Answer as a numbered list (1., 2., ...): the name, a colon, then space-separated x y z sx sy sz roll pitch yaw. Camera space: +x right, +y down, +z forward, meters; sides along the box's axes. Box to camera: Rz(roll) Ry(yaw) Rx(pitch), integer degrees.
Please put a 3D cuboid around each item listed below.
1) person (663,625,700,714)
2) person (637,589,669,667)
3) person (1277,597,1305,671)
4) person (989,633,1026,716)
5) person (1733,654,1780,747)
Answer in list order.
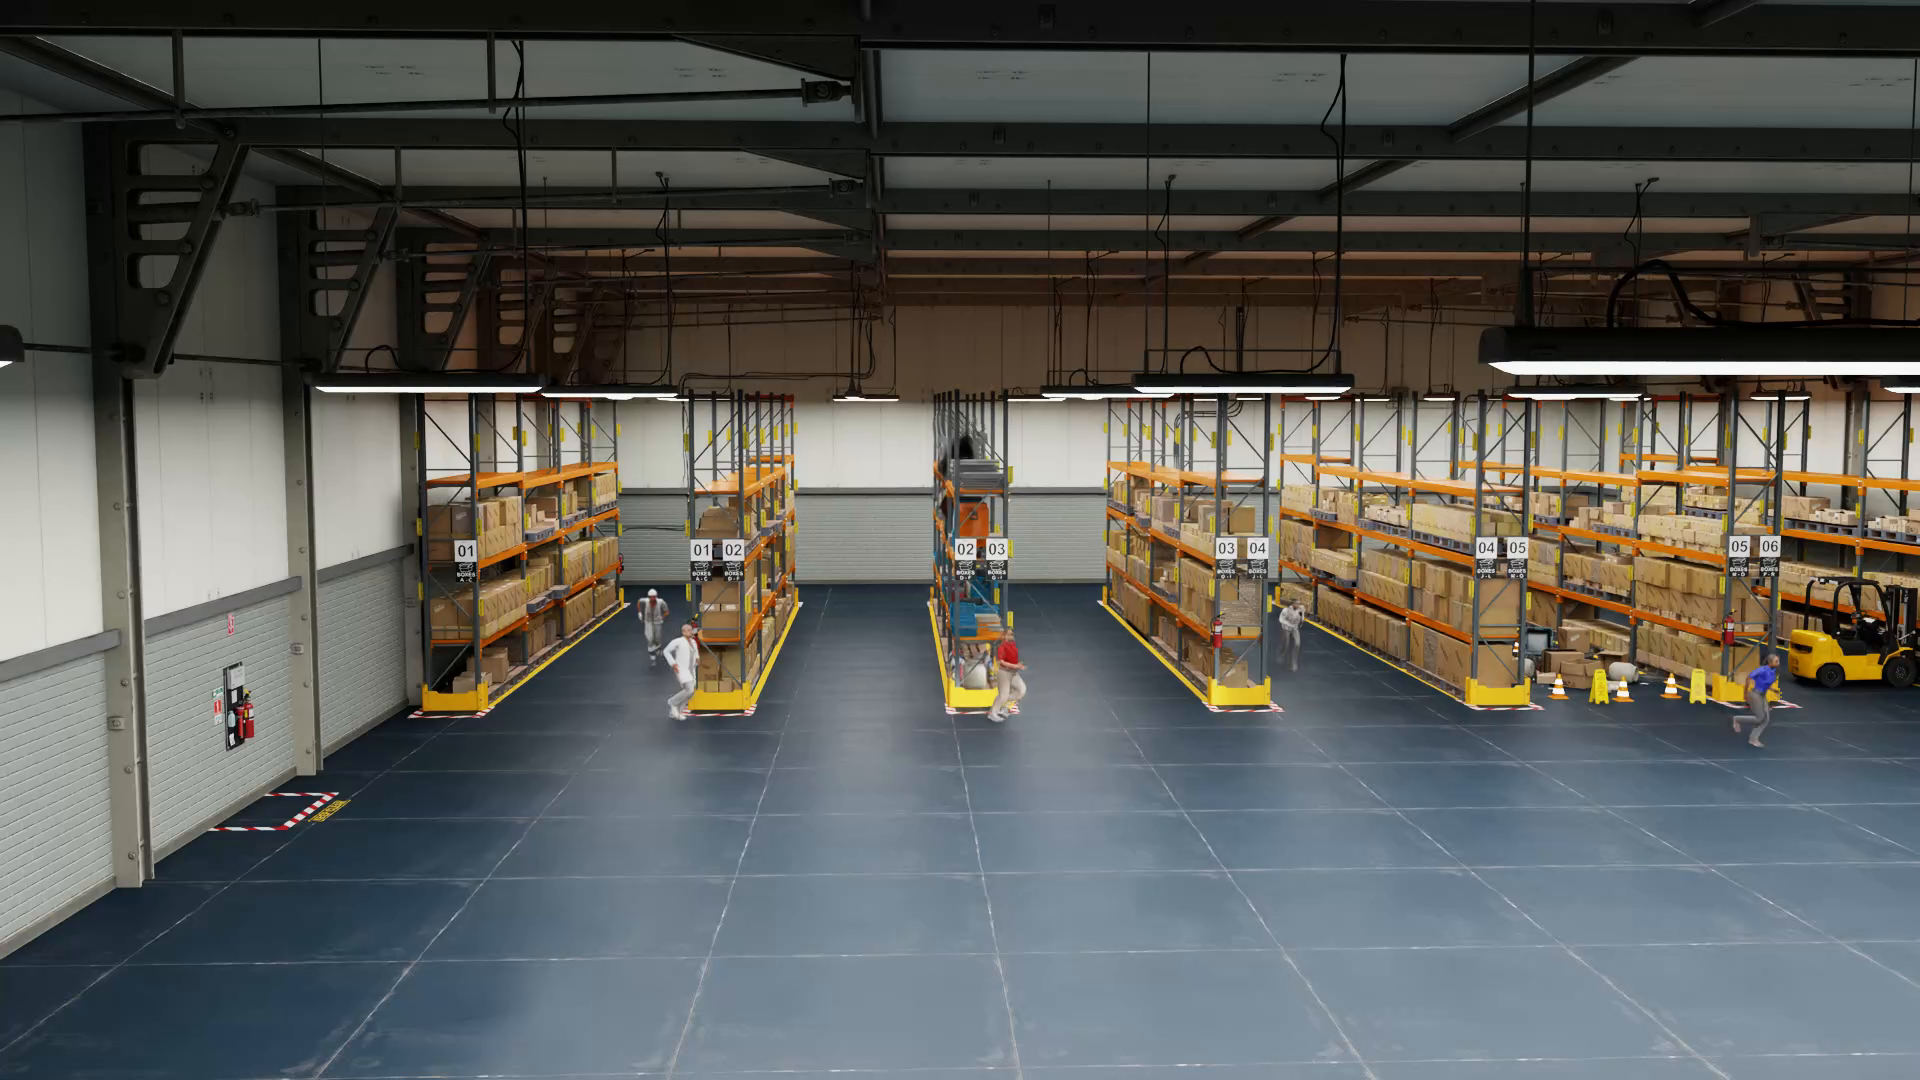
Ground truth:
1. person: -4.967 2.366 30.171 0.626 1.660 0.688 3 5 31
2. person: -6.762 1.910 36.727 0.706 1.732 1.055 0 5 -4
3. person: 7.168 2.010 36.180 0.658 1.625 0.965 -1 5 -14
4. person: 0.841 2.418 30.012 0.650 1.533 0.648 3 5 32
5. person: 6.750 1.079 37.586 4.239 3.215 23.967 -4 6 -43
